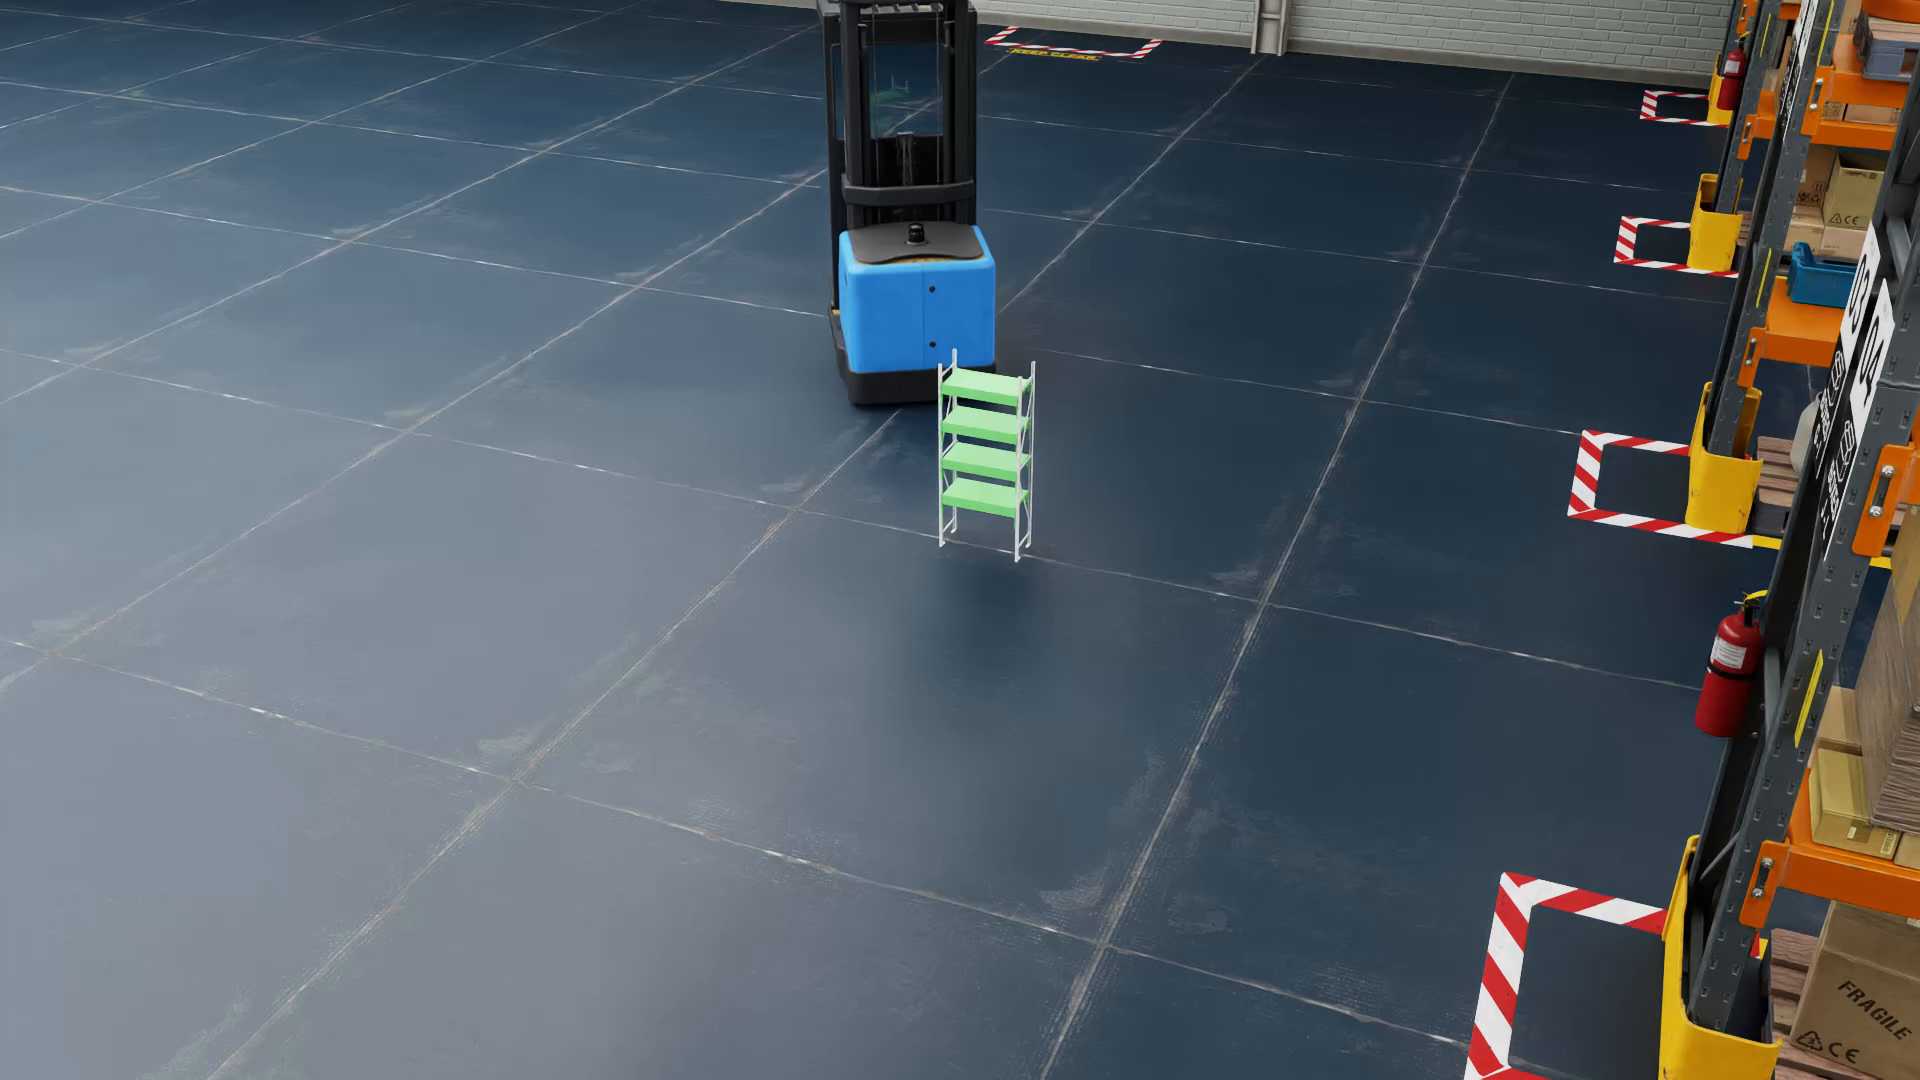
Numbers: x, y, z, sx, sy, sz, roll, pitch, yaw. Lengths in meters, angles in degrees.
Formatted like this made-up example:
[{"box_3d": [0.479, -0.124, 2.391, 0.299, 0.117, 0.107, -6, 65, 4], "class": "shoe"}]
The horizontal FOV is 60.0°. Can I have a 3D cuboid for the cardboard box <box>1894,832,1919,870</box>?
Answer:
[{"box_3d": [3.323, 0.965, 5.662, 0.250, 0.149, 0.380, 11, 31, 19], "class": "cardboard box"}]

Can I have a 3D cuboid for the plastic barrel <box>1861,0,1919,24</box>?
[{"box_3d": [5.285, -3.263, 8.975, 0.708, 0.830, 0.600, 11, 31, 19], "class": "plastic barrel"}]

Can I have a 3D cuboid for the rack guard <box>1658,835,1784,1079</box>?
[{"box_3d": [2.995, 1.741, 6.573, 0.348, 0.500, 1.175, 11, 31, 19], "class": "rack guard"}]

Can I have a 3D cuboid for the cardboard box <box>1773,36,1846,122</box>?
[{"box_3d": [7.080, -3.829, 13.785, 0.500, 0.500, 0.700, 11, 31, 19], "class": "cardboard box"}]

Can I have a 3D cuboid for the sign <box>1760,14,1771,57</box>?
[{"box_3d": [6.438, -4.037, 13.295, 0.005, 0.325, 0.100, 11, 31, 19], "class": "sign"}]

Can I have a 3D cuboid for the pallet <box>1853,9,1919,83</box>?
[{"box_3d": [5.516, -2.646, 8.937, 1.213, 0.211, 1.003, 11, 31, 19], "class": "pallet"}]

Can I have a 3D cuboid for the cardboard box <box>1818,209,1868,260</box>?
[{"box_3d": [7.530, -2.572, 14.031, 0.500, 0.250, 0.500, 11, 31, 19], "class": "cardboard box"}]

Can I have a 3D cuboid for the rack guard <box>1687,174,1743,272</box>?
[{"box_3d": [6.630, -2.794, 14.596, 0.348, 0.500, 1.175, 11, 31, 19], "class": "rack guard"}]

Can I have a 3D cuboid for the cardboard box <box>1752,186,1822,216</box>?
[{"box_3d": [7.260, -2.899, 14.609, 0.500, 0.250, 0.500, 11, 31, 19], "class": "cardboard box"}]

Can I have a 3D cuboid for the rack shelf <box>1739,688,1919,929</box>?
[{"box_3d": [4.778, 1.322, 5.505, 4.000, 0.370, 1.077, 11, 31, 19], "class": "rack shelf"}]

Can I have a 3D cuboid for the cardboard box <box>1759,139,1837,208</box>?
[{"box_3d": [7.261, -3.226, 14.426, 0.500, 0.500, 0.500, 11, 31, 19], "class": "cardboard box"}]

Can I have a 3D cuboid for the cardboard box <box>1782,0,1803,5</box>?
[{"box_3d": [8.844, -5.845, 17.586, 0.500, 0.250, 0.500, 10, 31, 18], "class": "cardboard box"}]

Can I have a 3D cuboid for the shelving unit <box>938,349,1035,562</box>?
[{"box_3d": [0.153, -0.492, 9.812, 0.503, 1.200, 0.258, 11, 31, 19], "class": "shelving unit"}]

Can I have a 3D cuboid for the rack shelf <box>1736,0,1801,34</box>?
[{"box_3d": [10.365, -5.454, 17.493, 4.000, 0.370, 1.077, 11, 31, 19], "class": "rack shelf"}]

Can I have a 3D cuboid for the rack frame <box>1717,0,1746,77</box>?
[{"box_3d": [8.511, -6.137, 17.970, 0.127, 3.000, 1.000, 11, 31, 19], "class": "rack frame"}]

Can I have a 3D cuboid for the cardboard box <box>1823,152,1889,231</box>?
[{"box_3d": [7.530, -2.897, 13.845, 0.500, 0.500, 0.500, 11, 31, 19], "class": "cardboard box"}]

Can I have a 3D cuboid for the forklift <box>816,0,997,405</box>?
[{"box_3d": [-0.457, -2.932, 12.371, 1.130, 2.935, 3.031, -4, 30, -7], "class": "forklift"}]

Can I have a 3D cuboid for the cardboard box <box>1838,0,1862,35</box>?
[{"box_3d": [7.129, -4.384, 13.449, 0.500, 0.500, 0.700, 11, 31, 19], "class": "cardboard box"}]

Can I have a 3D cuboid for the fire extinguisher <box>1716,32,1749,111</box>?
[{"box_3d": [6.718, -4.077, 14.405, 0.183, 0.674, 0.296, 11, 31, 19], "class": "fire extinguisher"}]

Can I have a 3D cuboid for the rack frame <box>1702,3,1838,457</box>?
[{"box_3d": [4.787, -1.620, 9.978, 0.127, 3.000, 1.000, 11, 31, 19], "class": "rack frame"}]

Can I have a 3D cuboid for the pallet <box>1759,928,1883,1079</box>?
[{"box_3d": [3.734, 2.033, 6.350, 1.213, 0.211, 1.003, 11, 31, 19], "class": "pallet"}]

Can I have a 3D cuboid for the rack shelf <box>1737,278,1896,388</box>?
[{"box_3d": [6.640, -0.936, 9.501, 4.000, 0.370, 1.077, 11, 31, 19], "class": "rack shelf"}]

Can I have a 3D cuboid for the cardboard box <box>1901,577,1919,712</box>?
[{"box_3d": [3.332, 0.256, 5.239, 0.500, 0.500, 0.500, 11, 31, 19], "class": "cardboard box"}]

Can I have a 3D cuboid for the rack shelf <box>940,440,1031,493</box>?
[{"box_3d": [0.153, -0.436, 9.843, 0.480, 0.148, 0.258, 11, 31, 19], "class": "rack shelf"}]

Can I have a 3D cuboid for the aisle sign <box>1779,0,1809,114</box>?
[{"box_3d": [4.832, -2.900, 9.602, 0.004, 0.787, 0.394, 11, 31, 19], "class": "aisle sign"}]

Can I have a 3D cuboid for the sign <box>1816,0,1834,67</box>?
[{"box_3d": [4.576, -2.679, 8.796, 0.005, 0.325, 0.100, 11, 31, 19], "class": "sign"}]

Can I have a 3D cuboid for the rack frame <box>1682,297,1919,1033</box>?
[{"box_3d": [2.924, 0.639, 5.983, 0.127, 3.000, 1.000, 11, 31, 19], "class": "rack frame"}]

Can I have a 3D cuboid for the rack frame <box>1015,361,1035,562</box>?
[{"box_3d": [0.379, -0.447, 9.732, 0.015, 1.200, 0.240, 11, 31, 19], "class": "rack frame"}]

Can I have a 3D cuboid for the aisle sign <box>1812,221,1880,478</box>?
[{"box_3d": [2.980, -0.641, 5.605, 0.004, 0.787, 0.394, 11, 31, 19], "class": "aisle sign"}]

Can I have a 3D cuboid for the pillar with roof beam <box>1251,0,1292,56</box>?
[{"box_3d": [2.307, -8.161, 15.454, 0.400, 9.000, 9.100, 11, 31, 19], "class": "pillar with roof beam"}]

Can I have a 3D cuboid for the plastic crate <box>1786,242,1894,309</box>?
[{"box_3d": [5.363, -1.599, 10.093, 0.616, 0.251, 0.499, 11, 31, 19], "class": "plastic crate"}]

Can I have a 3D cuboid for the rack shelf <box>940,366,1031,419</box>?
[{"box_3d": [0.153, -0.854, 9.607, 0.480, 0.148, 0.258, 11, 31, 19], "class": "rack shelf"}]

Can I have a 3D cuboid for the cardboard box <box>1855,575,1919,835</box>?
[{"box_3d": [3.424, 0.580, 5.683, 0.500, 0.500, 0.875, 11, 31, 19], "class": "cardboard box"}]
